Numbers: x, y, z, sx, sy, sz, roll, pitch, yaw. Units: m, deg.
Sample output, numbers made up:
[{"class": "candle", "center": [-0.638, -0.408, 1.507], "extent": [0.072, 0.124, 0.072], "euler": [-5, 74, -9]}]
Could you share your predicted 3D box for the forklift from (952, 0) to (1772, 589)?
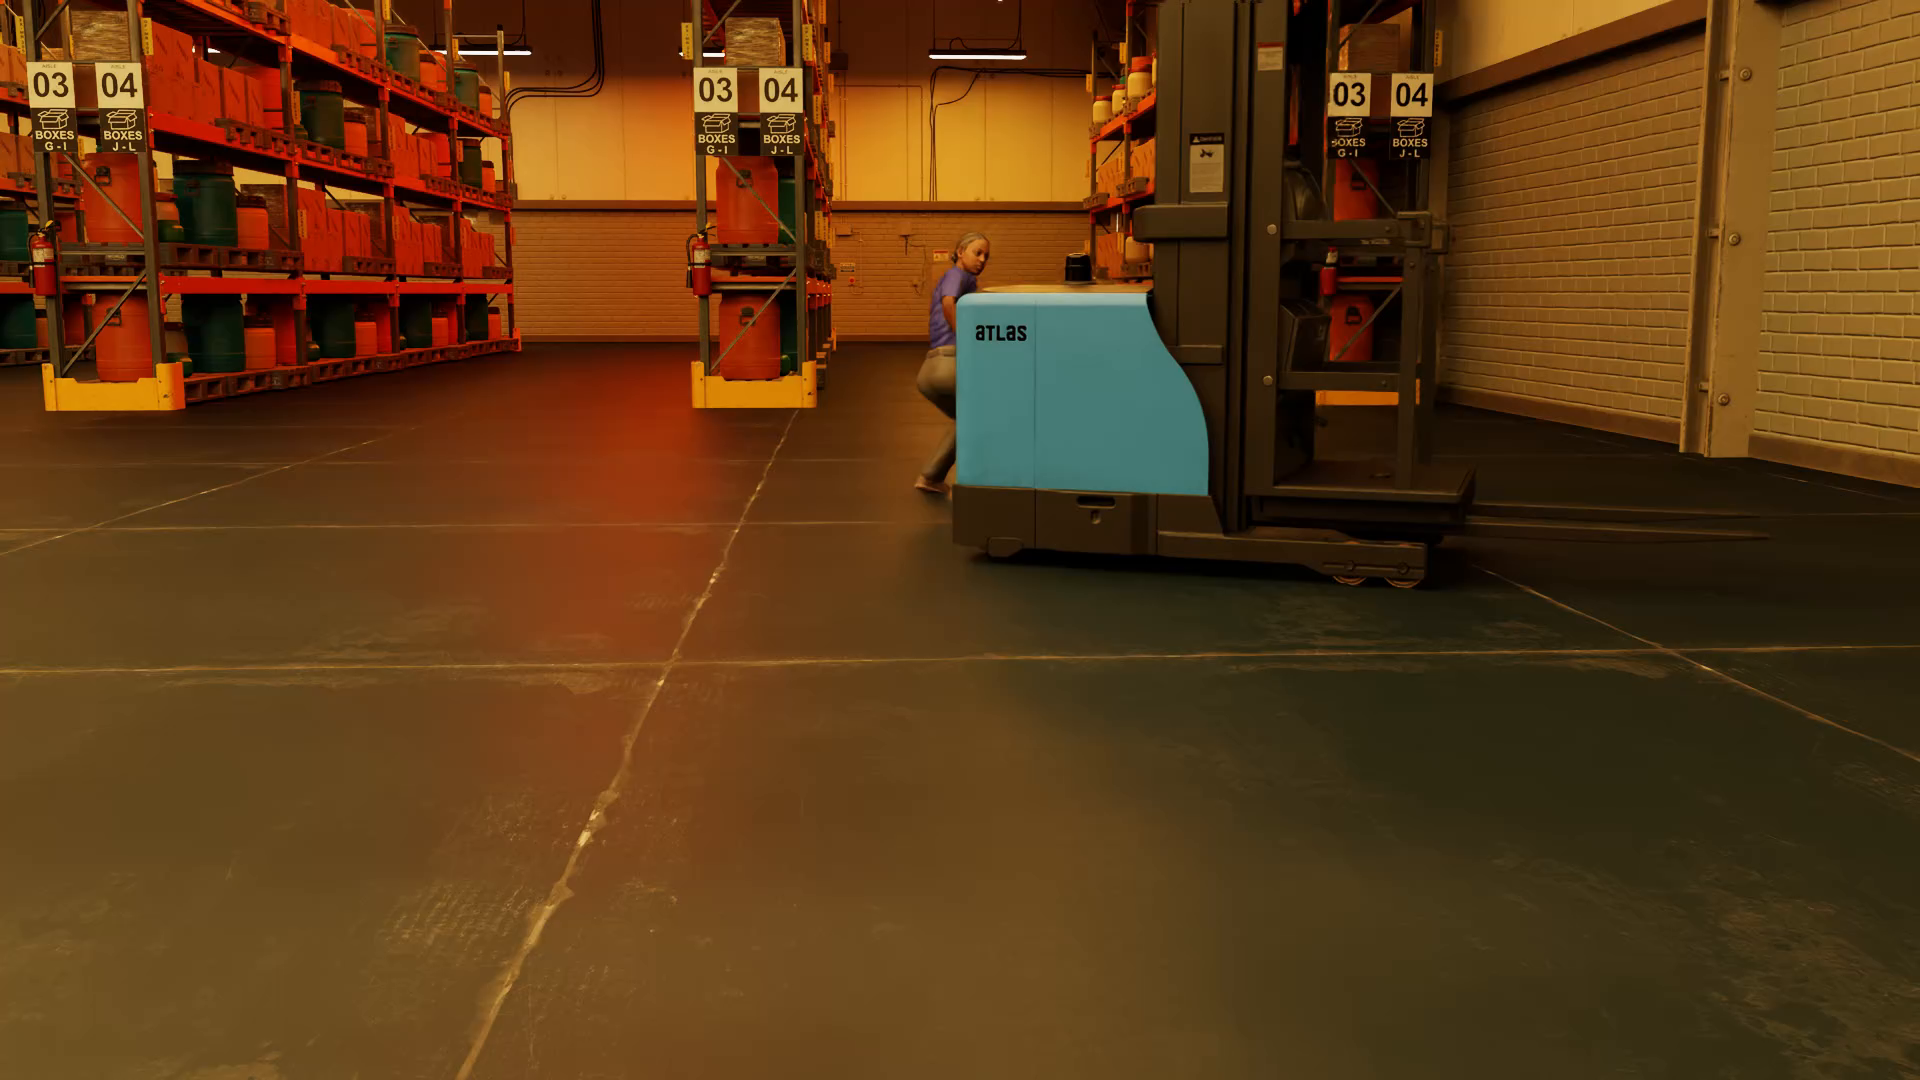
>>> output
[{"class": "forklift", "center": [1.543, -1.359, 6.484], "extent": [3.031, 2.935, 1.130], "euler": [3, 9, 19]}]

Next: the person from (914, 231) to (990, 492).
[{"class": "person", "center": [0.067, -0.904, 8.767], "extent": [0.617, 1.433, 0.743], "euler": [-3, 9, -22]}]
